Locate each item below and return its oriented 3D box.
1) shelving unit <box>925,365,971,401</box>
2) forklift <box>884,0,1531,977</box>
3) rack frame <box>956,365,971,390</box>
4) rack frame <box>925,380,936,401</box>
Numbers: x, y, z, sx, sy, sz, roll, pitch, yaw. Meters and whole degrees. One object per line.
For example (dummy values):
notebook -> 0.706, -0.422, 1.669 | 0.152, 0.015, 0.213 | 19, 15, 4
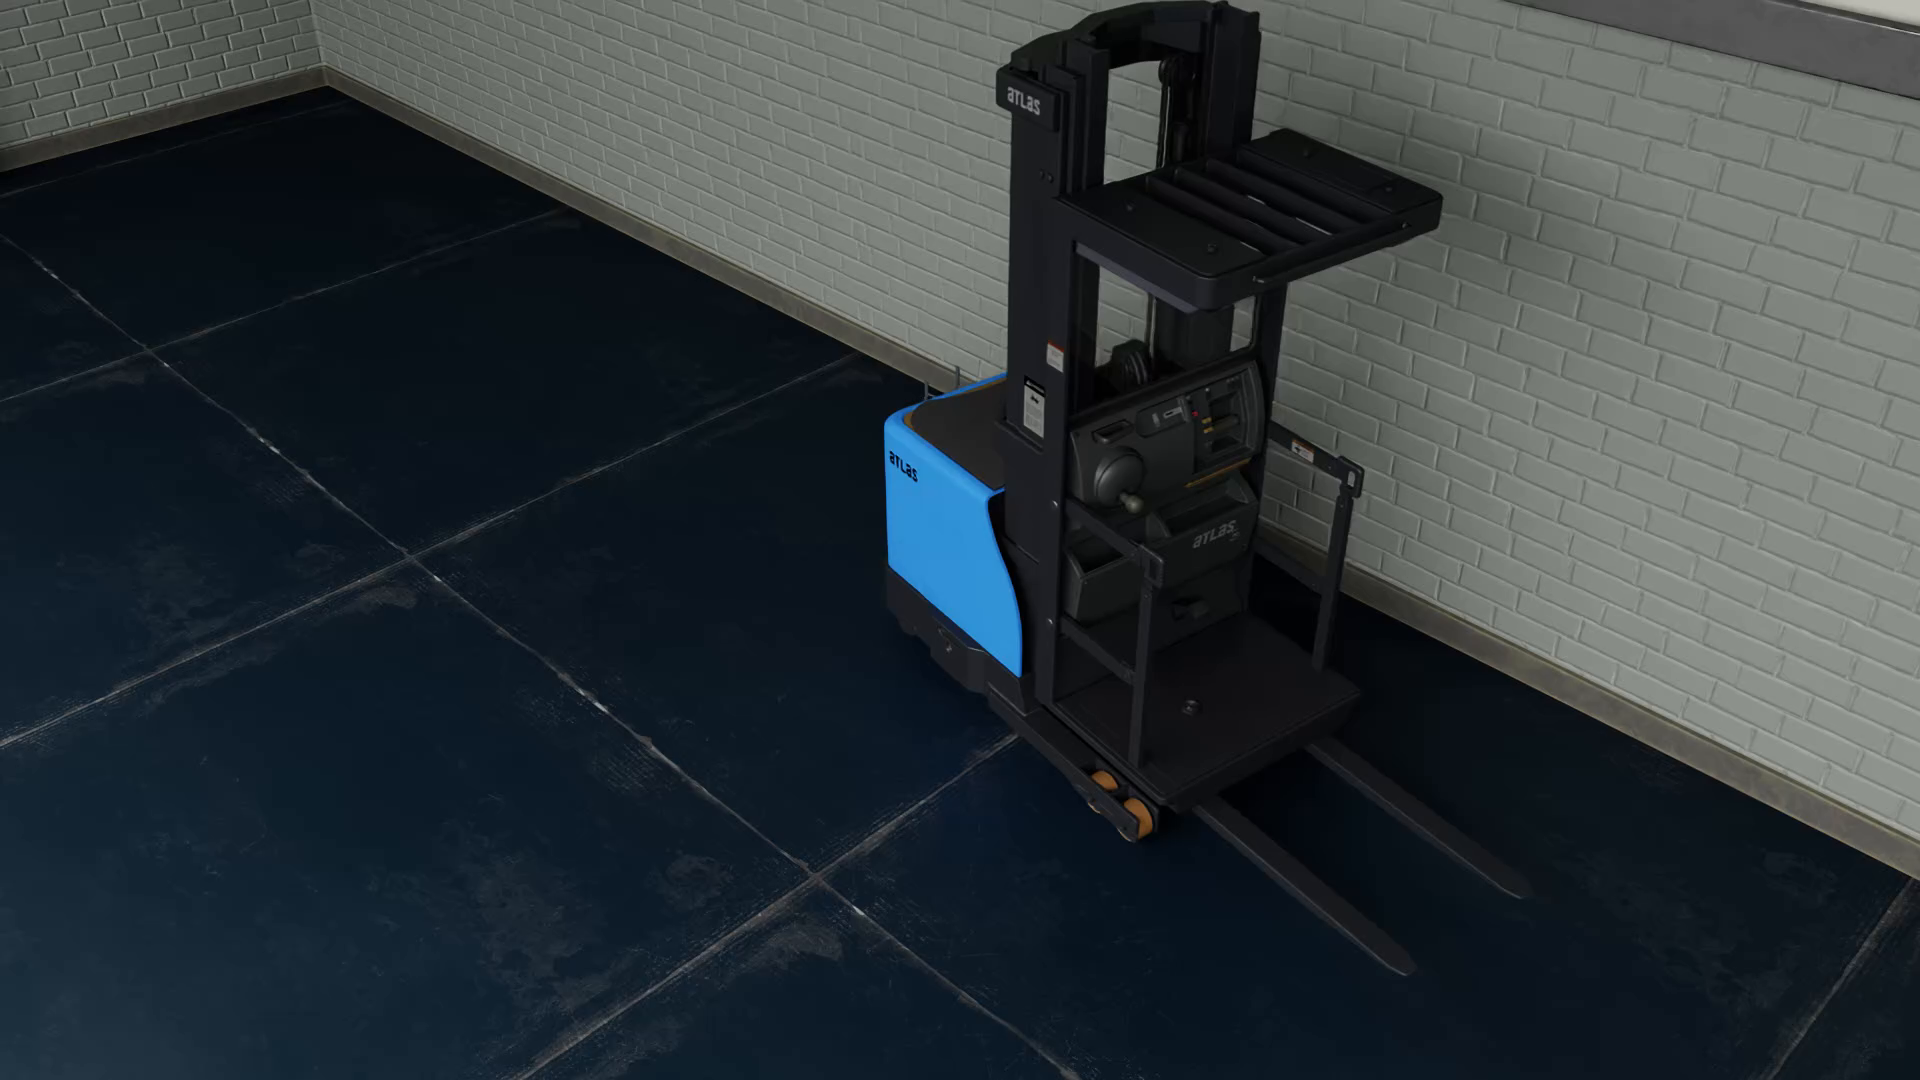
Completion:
shelving unit -> -0.006, -0.366, 7.988 | 0.258, 0.900, 0.210 | 30, 45, 35
forklift -> 0.923, -0.335, 6.169 | 1.130, 2.935, 3.031 | -22, 41, -29
rack frame -> 0.066, -0.407, 8.047 | 0.240, 0.900, 0.006 | 30, 45, 35
rack frame -> -0.077, -0.325, 7.929 | 0.240, 0.900, 0.006 | 30, 45, 35
